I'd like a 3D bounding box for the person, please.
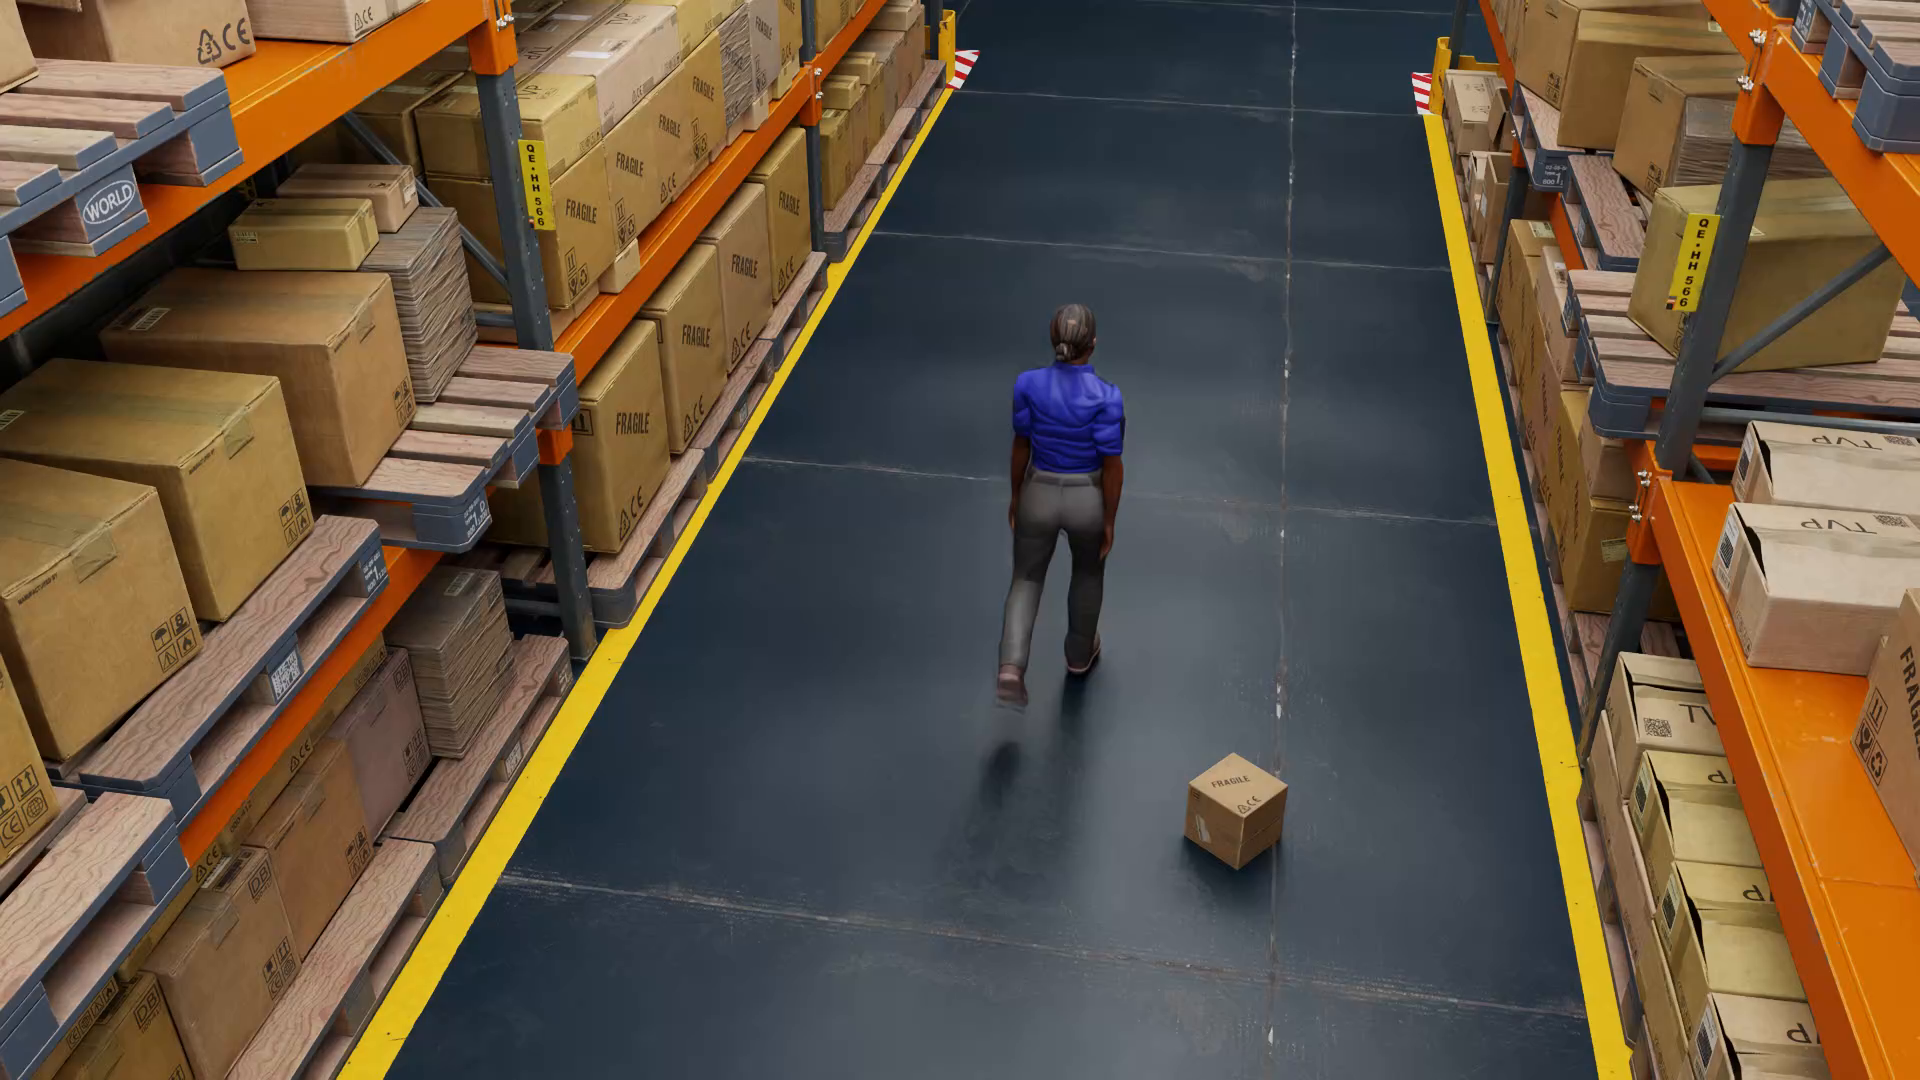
[{"bbox_3d":[0.379,-0.092,6.271,0.450,1.633,0.776,7,33,12],"label":"person"}]
